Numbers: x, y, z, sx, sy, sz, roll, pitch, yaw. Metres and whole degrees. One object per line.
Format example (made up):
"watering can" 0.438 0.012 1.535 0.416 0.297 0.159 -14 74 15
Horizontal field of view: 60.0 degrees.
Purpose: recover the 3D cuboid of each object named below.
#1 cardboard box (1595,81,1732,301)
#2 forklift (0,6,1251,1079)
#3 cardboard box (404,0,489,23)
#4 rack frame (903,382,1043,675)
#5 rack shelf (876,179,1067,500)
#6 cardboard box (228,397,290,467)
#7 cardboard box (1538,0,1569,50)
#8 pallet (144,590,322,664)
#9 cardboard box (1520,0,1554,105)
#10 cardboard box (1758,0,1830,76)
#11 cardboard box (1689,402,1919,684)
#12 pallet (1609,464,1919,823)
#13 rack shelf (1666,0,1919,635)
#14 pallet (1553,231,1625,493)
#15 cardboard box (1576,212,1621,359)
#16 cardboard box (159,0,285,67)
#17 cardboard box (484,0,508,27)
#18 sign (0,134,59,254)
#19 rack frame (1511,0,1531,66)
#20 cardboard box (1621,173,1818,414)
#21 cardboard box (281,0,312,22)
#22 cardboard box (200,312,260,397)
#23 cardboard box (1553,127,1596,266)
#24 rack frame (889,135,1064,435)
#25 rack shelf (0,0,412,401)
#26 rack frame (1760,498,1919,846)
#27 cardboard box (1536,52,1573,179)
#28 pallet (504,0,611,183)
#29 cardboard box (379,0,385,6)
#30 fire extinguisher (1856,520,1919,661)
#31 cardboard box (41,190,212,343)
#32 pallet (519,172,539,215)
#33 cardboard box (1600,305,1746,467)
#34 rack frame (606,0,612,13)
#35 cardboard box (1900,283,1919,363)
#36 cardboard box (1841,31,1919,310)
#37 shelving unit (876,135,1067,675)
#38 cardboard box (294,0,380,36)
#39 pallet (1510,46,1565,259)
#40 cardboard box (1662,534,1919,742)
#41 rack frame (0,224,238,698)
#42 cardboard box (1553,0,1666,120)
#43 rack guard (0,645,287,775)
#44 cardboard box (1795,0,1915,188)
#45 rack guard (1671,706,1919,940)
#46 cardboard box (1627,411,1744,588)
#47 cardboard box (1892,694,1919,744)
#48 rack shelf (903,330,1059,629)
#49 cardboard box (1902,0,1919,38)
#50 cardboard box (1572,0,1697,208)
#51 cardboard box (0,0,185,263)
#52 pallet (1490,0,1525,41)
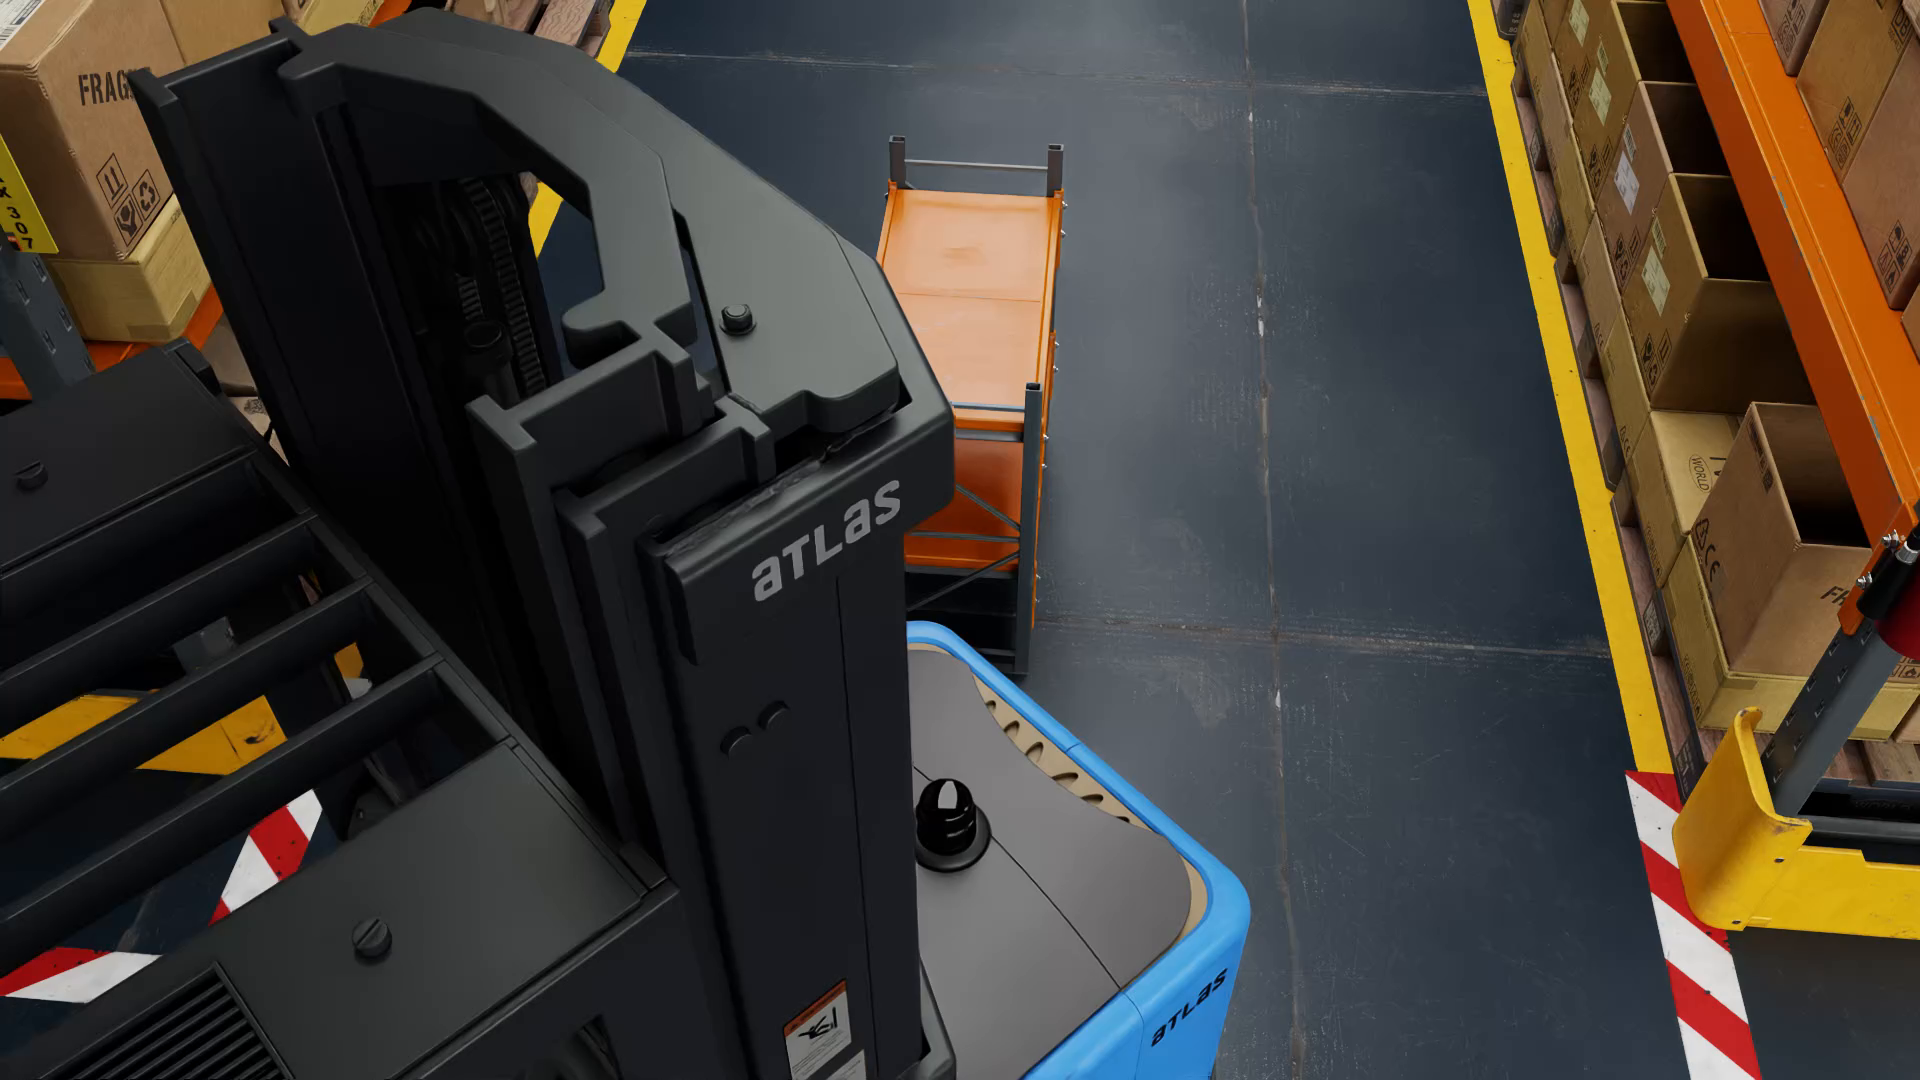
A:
"cardboard box" 2.385 -1.095 5.289 0.500 0.500 0.500 4 48 4
"forklift" -0.856 0.879 2.460 3.031 2.935 1.130 -34 56 -27
"cardboard box" -2.115 -1.920 6.369 0.500 0.500 0.500 1 48 1
"rack frame" -0.046 -0.011 4.498 0.500 1.125 0.032 4 48 4
"rack shelf" 0.001 -0.582 4.623 0.538 0.278 1.000 4 48 4
"cardboard box" -2.272 -0.185 4.910 0.500 0.311 0.500 -1 48 -1
"cardboard box" 2.519 -2.198 6.298 0.500 0.500 0.500 4 48 4
"pallet" -2.308 -0.151 5.245 1.003 0.211 1.213 4 48 4
"cardboard box" 2.529 -1.944 6.574 0.500 0.250 0.500 4 48 4
"cardboard box" 2.703 -1.625 4.636 0.700 0.500 0.500 5 48 5
"cardboard box" 2.262 0.008 4.281 0.500 0.500 0.500 4 48 4
"pallet" 2.537 0.265 4.864 1.003 0.211 1.213 4 48 4
"rack shelf" 2.691 -1.338 4.928 1.077 0.370 4.000 4 48 4
"pallet" 2.651 -0.629 5.682 1.003 0.211 1.213 4 48 4
"cardboard box" 2.388 -0.842 5.566 0.500 0.250 0.500 4 48 4
"cardboard box" -2.027 -1.344 4.026 0.500 0.500 0.500 4 48 4
"cardboard box" -2.079 -2.178 6.831 0.380 0.166 0.250 -2 48 -2
"sign" -1.884 -0.697 3.268 0.100 0.325 0.005 4 48 4
"rack frame" 2.874 -3.050 6.007 1.000 3.000 0.127 4 48 4
"cardboard box" 2.338 -0.728 4.954 0.500 0.500 0.500 4 48 4
"cardboard box" -1.973 -1.723 4.373 0.500 0.500 0.500 2 48 2
"cardboard box" -2.220 -0.604 5.293 0.500 0.311 0.500 7 48 7
"cardboard box" 2.428 -1.210 5.902 0.500 0.250 0.500 4 48 4
"rack frame" 0.047 -0.758 5.181 0.500 1.125 0.032 4 48 4
"rack shelf" -2.242 -1.668 5.231 1.077 0.370 4.000 4 48 4
"rack frame" 2.509 -0.111 3.319 1.000 3.000 0.127 4 48 4
"cardboard box" 2.479 -1.577 6.238 0.500 0.250 0.500 4 48 4
"pallet" -2.086 -1.944 6.885 1.003 0.211 1.213 4 48 4
"cardboard box" -1.930 -1.863 5.009 0.500 0.250 0.500 4 48 4
"fire extinguisher" 2.036 -0.029 3.297 0.296 0.674 0.183 4 48 4
"cardboard box" -2.064 -0.735 3.977 0.500 0.250 0.500 3 48 2
"pallet" -2.194 -1.045 6.063 1.003 0.211 1.213 4 48 4
"cardboard box" 2.341 -0.475 5.230 0.500 0.250 0.500 4 48 4
"rack frame" -2.060 -3.381 6.309 1.000 3.000 0.127 4 48 4
"cardboard box" 2.564 -0.487 3.595 0.700 0.500 0.500 4 48 4
"cardboard box" 2.607 -0.873 3.948 0.700 0.500 0.500 5 48 5
"shelving unit" 0.001 -0.385 4.839 0.538 1.125 1.048 4 48 4
"cardboard box" -1.978 -1.491 4.669 0.500 0.250 0.500 3 48 3
"pallet" 2.759 -1.528 6.504 1.003 0.211 1.213 4 48 4
"cardboard box" 2.264 0.261 4.557 0.500 0.250 0.500 4 48 4
"rack frame" -2.424 -0.442 3.621 1.000 3.000 0.127 4 48 4
"cardboard box" 2.482 -1.830 5.961 0.500 0.500 0.500 4 48 4
"rack guard" -2.418 0.346 4.594 1.175 0.500 0.348 4 48 4
"cardboard box" 2.658 -1.238 4.282 0.700 0.500 0.500 4 48 4
"rack guard" 2.507 0.750 4.225 1.175 0.500 0.348 4 48 4
"cardboard box" 2.297 -0.107 4.894 0.500 0.250 0.500 4 48 4
"cardboard box" 2.779 0.296 4.525 0.500 0.250 0.500 4 48 4
"rack shelf" 0.001 -0.220 5.020 0.538 0.278 1.000 4 48 4
"cardboard box" 2.425 -1.222 3.828 0.380 0.149 0.250 4 48 4
"cardboard box" 2.428 -1.463 5.626 0.500 0.500 0.500 4 48 4
"cardboard box" -2.082 -0.981 3.695 0.500 0.500 0.500 4 48 4
"pallet" 2.902 -2.653 7.534 1.003 0.211 1.213 4 48 4
